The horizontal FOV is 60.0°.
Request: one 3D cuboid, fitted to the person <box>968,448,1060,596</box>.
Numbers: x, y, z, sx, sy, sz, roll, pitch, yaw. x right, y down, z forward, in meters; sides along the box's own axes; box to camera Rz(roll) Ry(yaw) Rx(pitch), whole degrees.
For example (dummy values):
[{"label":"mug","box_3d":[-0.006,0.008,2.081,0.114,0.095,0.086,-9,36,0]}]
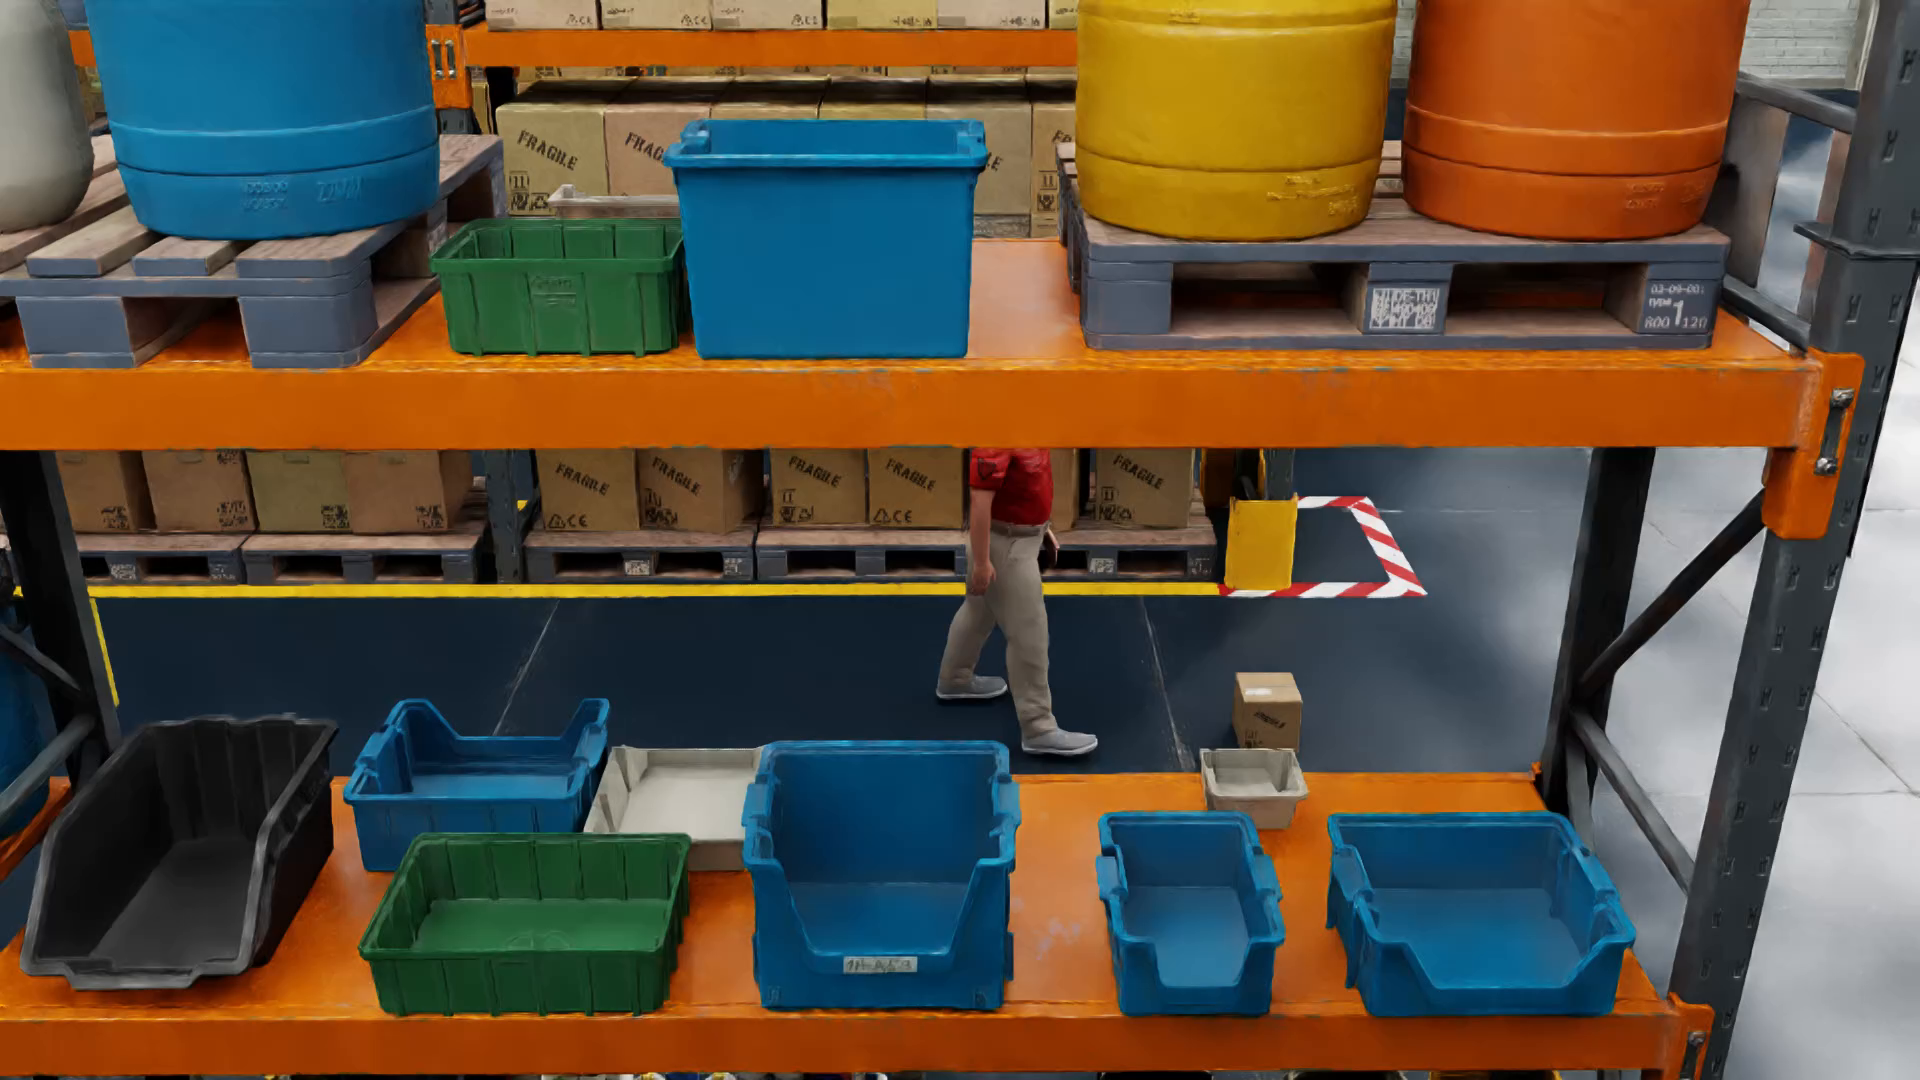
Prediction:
[{"label":"person","box_3d":[0.241,-0.305,6.954,0.366,1.004,0.564,3,24,7]}]
